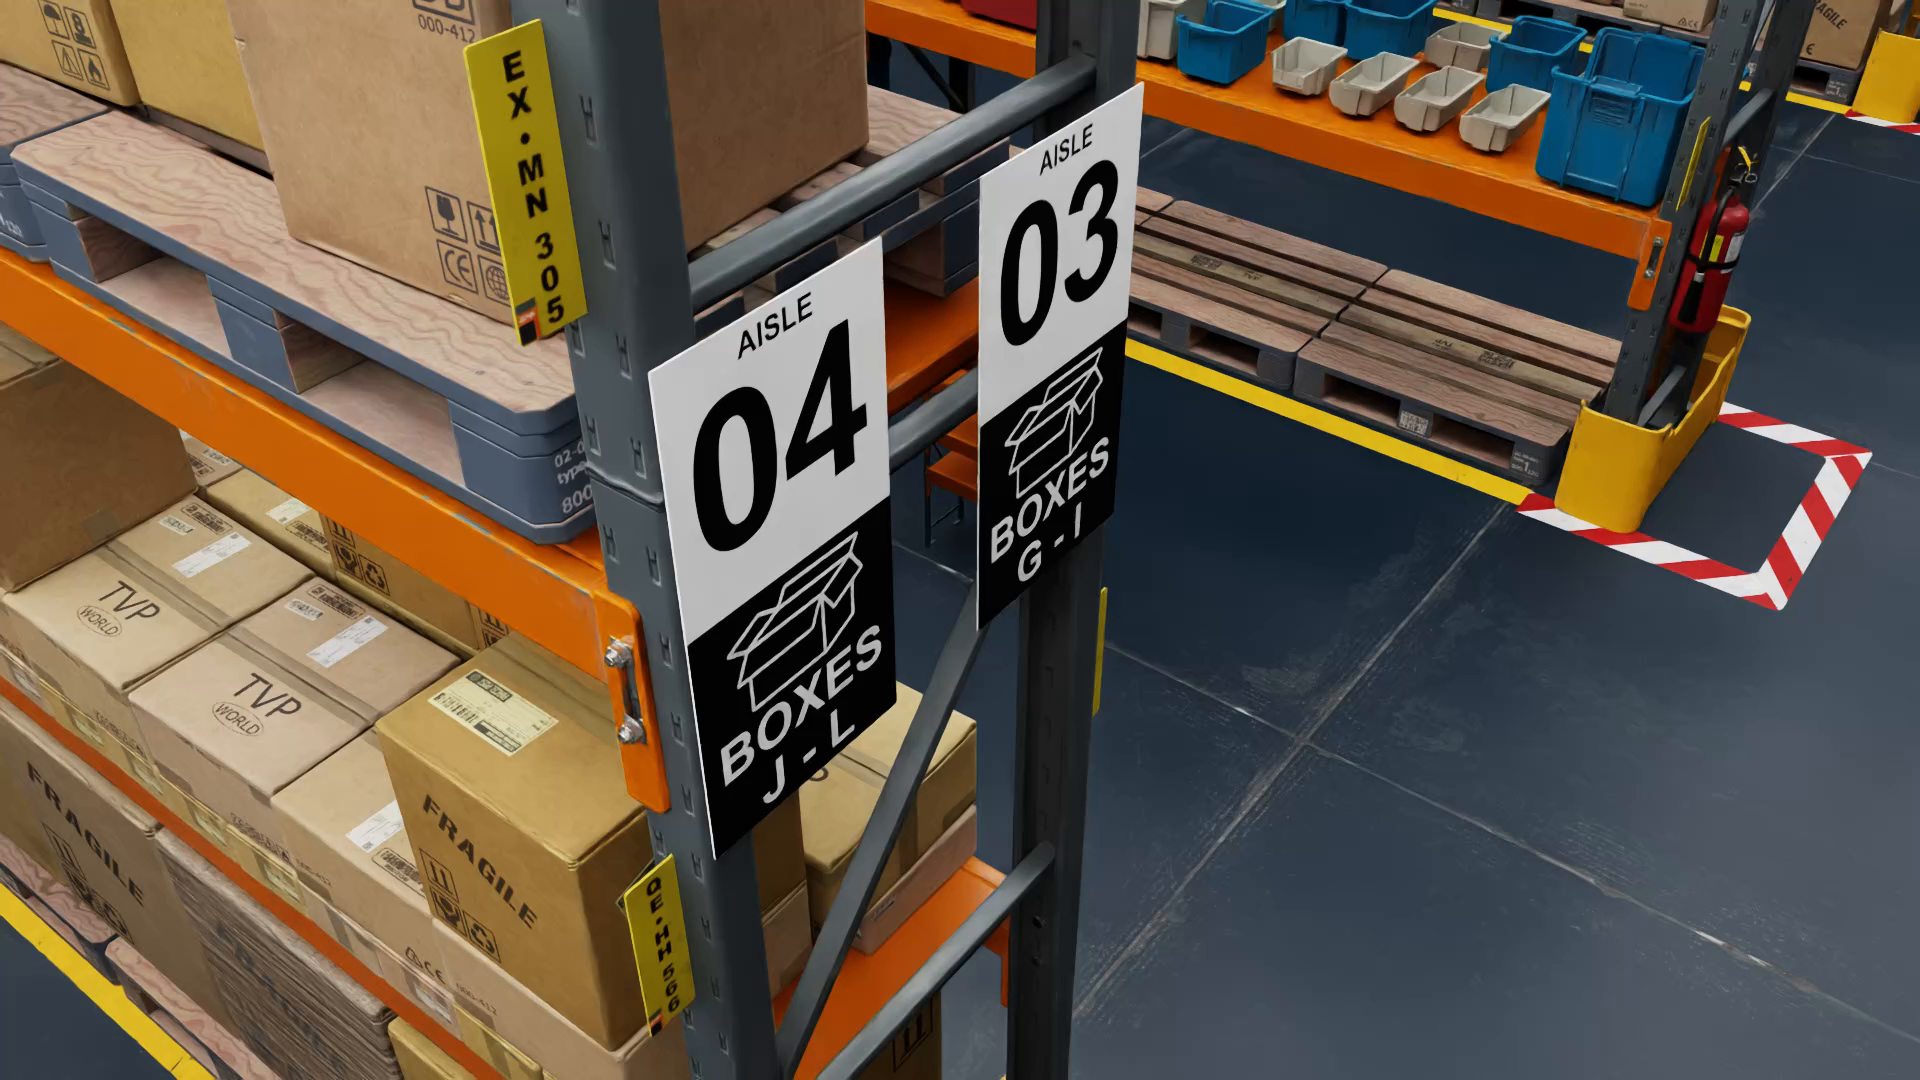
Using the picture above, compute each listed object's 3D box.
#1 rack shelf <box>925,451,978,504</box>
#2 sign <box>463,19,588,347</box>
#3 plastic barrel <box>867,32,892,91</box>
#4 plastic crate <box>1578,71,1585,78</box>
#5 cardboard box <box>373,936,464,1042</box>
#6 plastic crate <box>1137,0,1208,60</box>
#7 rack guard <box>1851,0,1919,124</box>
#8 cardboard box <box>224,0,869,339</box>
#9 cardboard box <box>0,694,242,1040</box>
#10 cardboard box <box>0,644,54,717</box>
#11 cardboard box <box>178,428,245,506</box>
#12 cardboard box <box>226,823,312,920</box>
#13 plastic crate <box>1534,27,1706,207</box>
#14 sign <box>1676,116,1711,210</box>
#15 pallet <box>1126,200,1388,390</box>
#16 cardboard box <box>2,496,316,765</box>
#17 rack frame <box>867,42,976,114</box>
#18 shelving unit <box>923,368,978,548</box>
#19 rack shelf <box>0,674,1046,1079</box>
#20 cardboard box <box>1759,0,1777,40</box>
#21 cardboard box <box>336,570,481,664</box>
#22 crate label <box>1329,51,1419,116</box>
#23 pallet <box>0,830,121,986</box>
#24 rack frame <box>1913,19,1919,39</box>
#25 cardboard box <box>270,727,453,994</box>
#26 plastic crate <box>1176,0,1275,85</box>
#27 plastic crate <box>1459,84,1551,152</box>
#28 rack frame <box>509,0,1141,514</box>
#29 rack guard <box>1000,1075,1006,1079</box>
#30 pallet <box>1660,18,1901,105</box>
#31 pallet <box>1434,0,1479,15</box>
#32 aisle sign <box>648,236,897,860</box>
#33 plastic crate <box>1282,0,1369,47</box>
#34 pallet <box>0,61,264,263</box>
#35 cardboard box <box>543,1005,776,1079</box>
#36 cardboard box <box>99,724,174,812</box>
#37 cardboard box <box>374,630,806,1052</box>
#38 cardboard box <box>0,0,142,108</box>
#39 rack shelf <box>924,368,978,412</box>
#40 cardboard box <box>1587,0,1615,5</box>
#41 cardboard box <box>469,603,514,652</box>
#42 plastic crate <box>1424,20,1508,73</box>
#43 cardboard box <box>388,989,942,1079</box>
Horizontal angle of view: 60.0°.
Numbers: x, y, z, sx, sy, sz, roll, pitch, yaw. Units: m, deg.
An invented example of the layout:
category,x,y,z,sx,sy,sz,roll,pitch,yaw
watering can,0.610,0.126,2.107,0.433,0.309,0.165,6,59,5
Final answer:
category,x,y,z,sx,sy,sz,roll,pitch,yaw
rack shelf,0.131,-0.201,6.465,0.480,0.148,0.258,25,45,29
sign,-0.433,-0.355,1.683,0.005,0.325,0.100,25,45,29
plastic barrel,-0.682,-2.592,8.989,0.708,0.901,0.600,25,45,29
plastic crate,2.716,-1.877,6.879,0.298,0.136,0.250,25,45,29
cardboard box,-0.982,0.818,3.476,0.250,0.149,0.380,25,45,29
plastic crate,0.841,-2.356,7.373,0.530,0.282,0.437,25,45,29
rack guard,5.869,-3.011,10.190,0.348,0.500,1.175,25,45,29
cardboard box,-0.538,-0.711,2.289,0.500,0.500,0.700,23,43,26
cardboard box,-2.079,0.679,4.832,0.875,0.875,0.875,25,45,29
cardboard box,-2.207,0.242,4.211,0.250,0.149,0.380,26,45,29
cardboard box,-1.941,-0.253,4.520,0.500,0.250,0.500,26,45,29
cardboard box,-1.387,0.628,3.719,0.250,0.149,0.380,24,44,28
plastic crate,2.537,-1.614,6.301,0.499,0.435,0.616,25,45,29
sign,2.595,-1.331,5.885,0.005,0.325,0.100,25,45,29
pallet,1.320,-1.230,8.149,1.213,0.211,1.003,25,45,29
cardboard box,-1.862,0.199,3.943,0.500,0.250,0.500,25,45,29
rack frame,-0.260,-3.041,8.200,0.127,3.000,1.000,25,45,29
shelving unit,0.131,-0.410,6.301,0.503,1.200,0.258,25,45,29
rack shelf,-1.681,0.417,4.368,4.000,0.370,1.077,25,45,29
cardboard box,5.081,-3.303,10.477,0.250,0.166,0.380,25,45,29
cardboard box,-1.123,0.131,4.030,0.500,0.250,0.500,24,44,27
crate label,1.702,-1.887,6.892,0.243,0.136,0.396,25,45,29
pallet,-2.713,0.806,5.550,1.213,0.211,1.003,25,45,29
rack frame,5.929,-3.967,9.383,0.127,3.000,1.000,25,45,29
cardboard box,-1.041,0.583,3.453,0.500,0.250,0.500,24,44,28
plastic crate,1.130,-2.144,7.142,0.300,0.233,0.416,25,45,29
plastic crate,2.159,-1.679,6.627,0.243,0.136,0.396,25,45,29
rack frame,-0.092,-1.479,1.340,0.127,3.000,1.000,25,45,29
rack guard,-0.073,1.876,3.948,0.348,0.500,1.175,25,45,29
pallet,5.235,-3.195,10.660,1.213,0.211,1.003,25,45,29
pallet,3.297,-4.109,11.827,1.213,0.211,1.003,25,45,29
aisle sign,-0.217,0.033,2.166,0.004,0.787,0.394,25,45,29
plastic crate,1.636,-2.359,7.418,0.300,0.233,0.416,25,45,29
pallet,-1.661,-0.993,3.224,1.213,0.211,1.003,25,45,29
cardboard box,-0.575,1.009,3.231,0.250,0.149,0.380,26,45,29
cardboard box,-1.789,0.437,3.963,0.250,0.149,0.380,26,45,29
cardboard box,-0.639,0.476,2.981,0.500,0.500,0.500,26,45,29
cardboard box,-1.352,-1.151,2.850,0.500,0.500,0.700,22,43,26
rack shelf,0.131,-0.534,6.205,0.480,0.148,0.258,25,45,29
cardboard box,4.247,-3.954,11.035,0.637,0.503,0.797,25,45,29
cardboard box,-0.707,0.030,3.550,0.500,0.500,0.500,24,44,28
plastic crate,2.177,-2.131,7.204,0.298,0.136,0.250,25,45,29
cardboard box,-0.649,1.353,3.971,0.875,0.875,0.875,25,45,29
